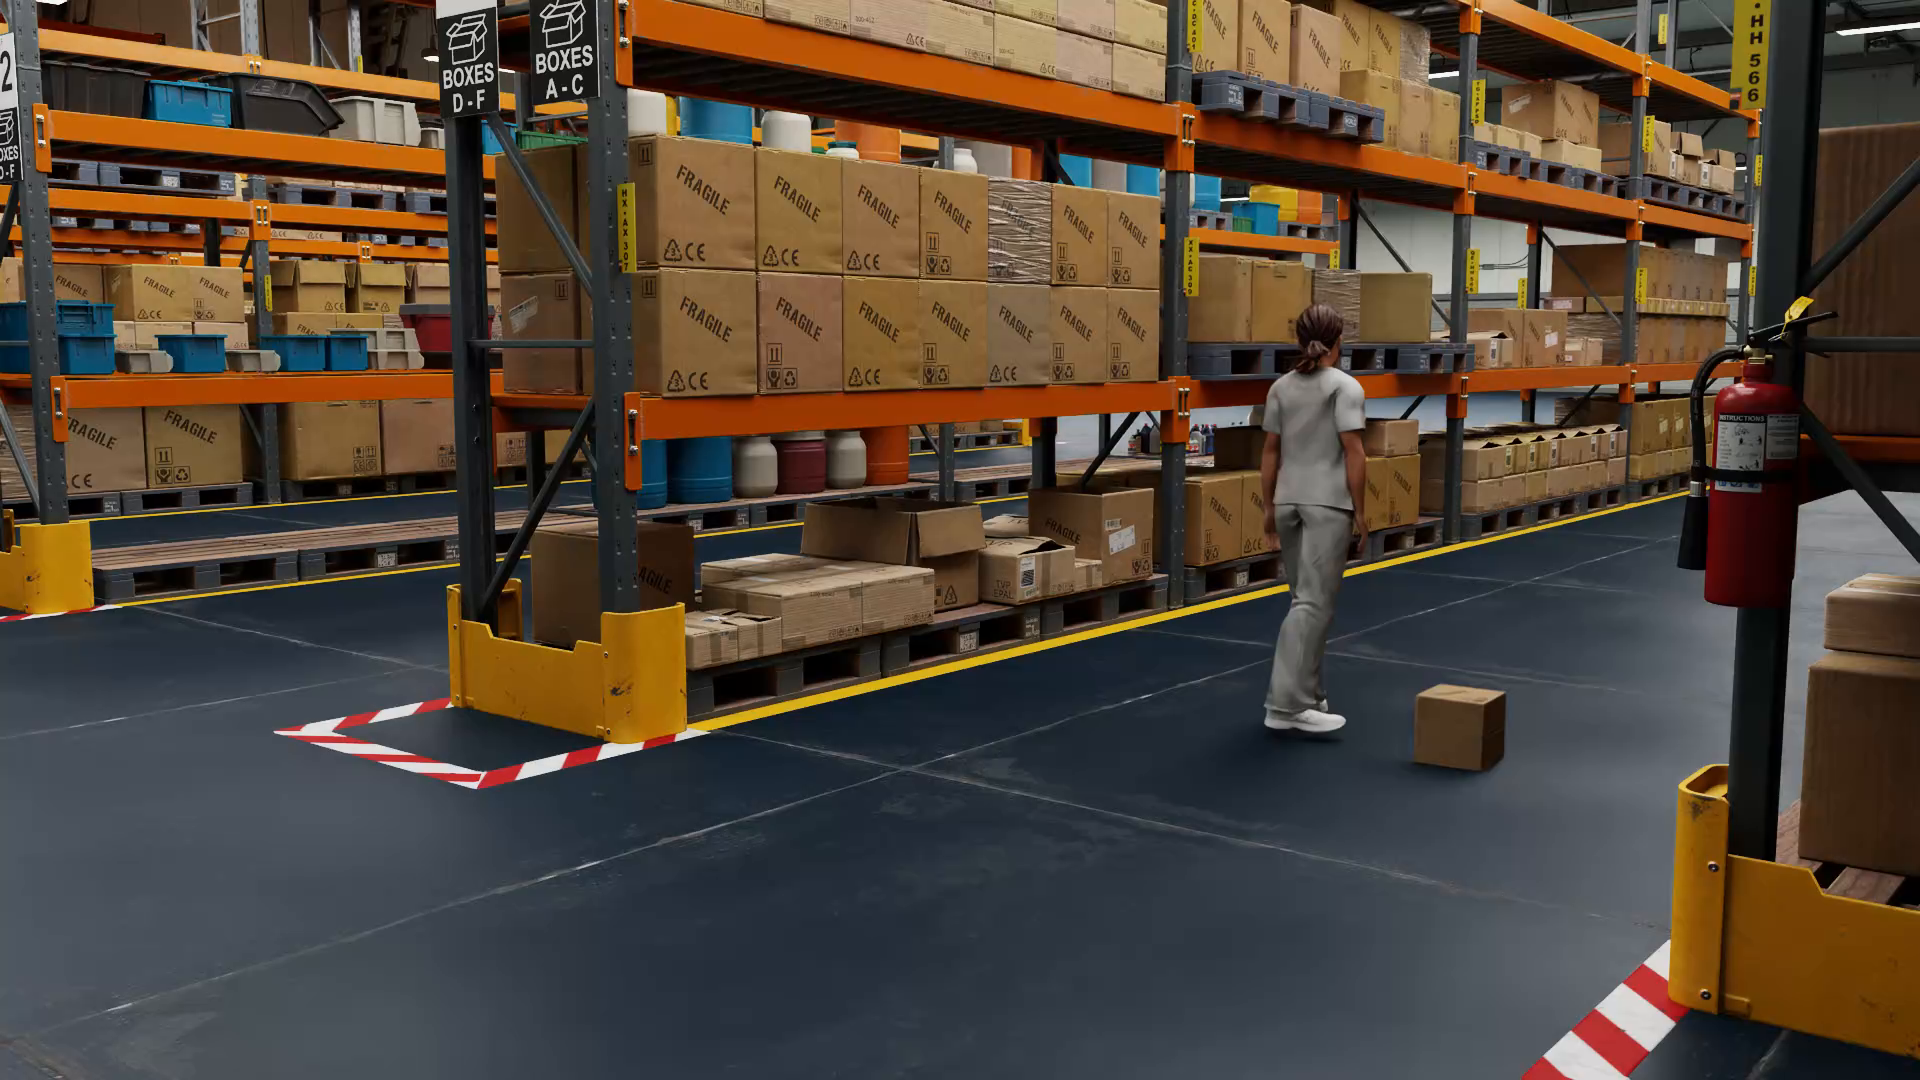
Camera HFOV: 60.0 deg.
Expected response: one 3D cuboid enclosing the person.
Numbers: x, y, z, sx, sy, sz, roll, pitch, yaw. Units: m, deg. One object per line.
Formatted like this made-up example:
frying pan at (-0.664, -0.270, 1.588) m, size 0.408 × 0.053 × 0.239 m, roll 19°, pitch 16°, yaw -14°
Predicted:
person at (1.375, -0.087, 6.519) m, size 0.558 × 1.664 × 0.500 m, roll -5°, pitch 9°, yaw -39°
